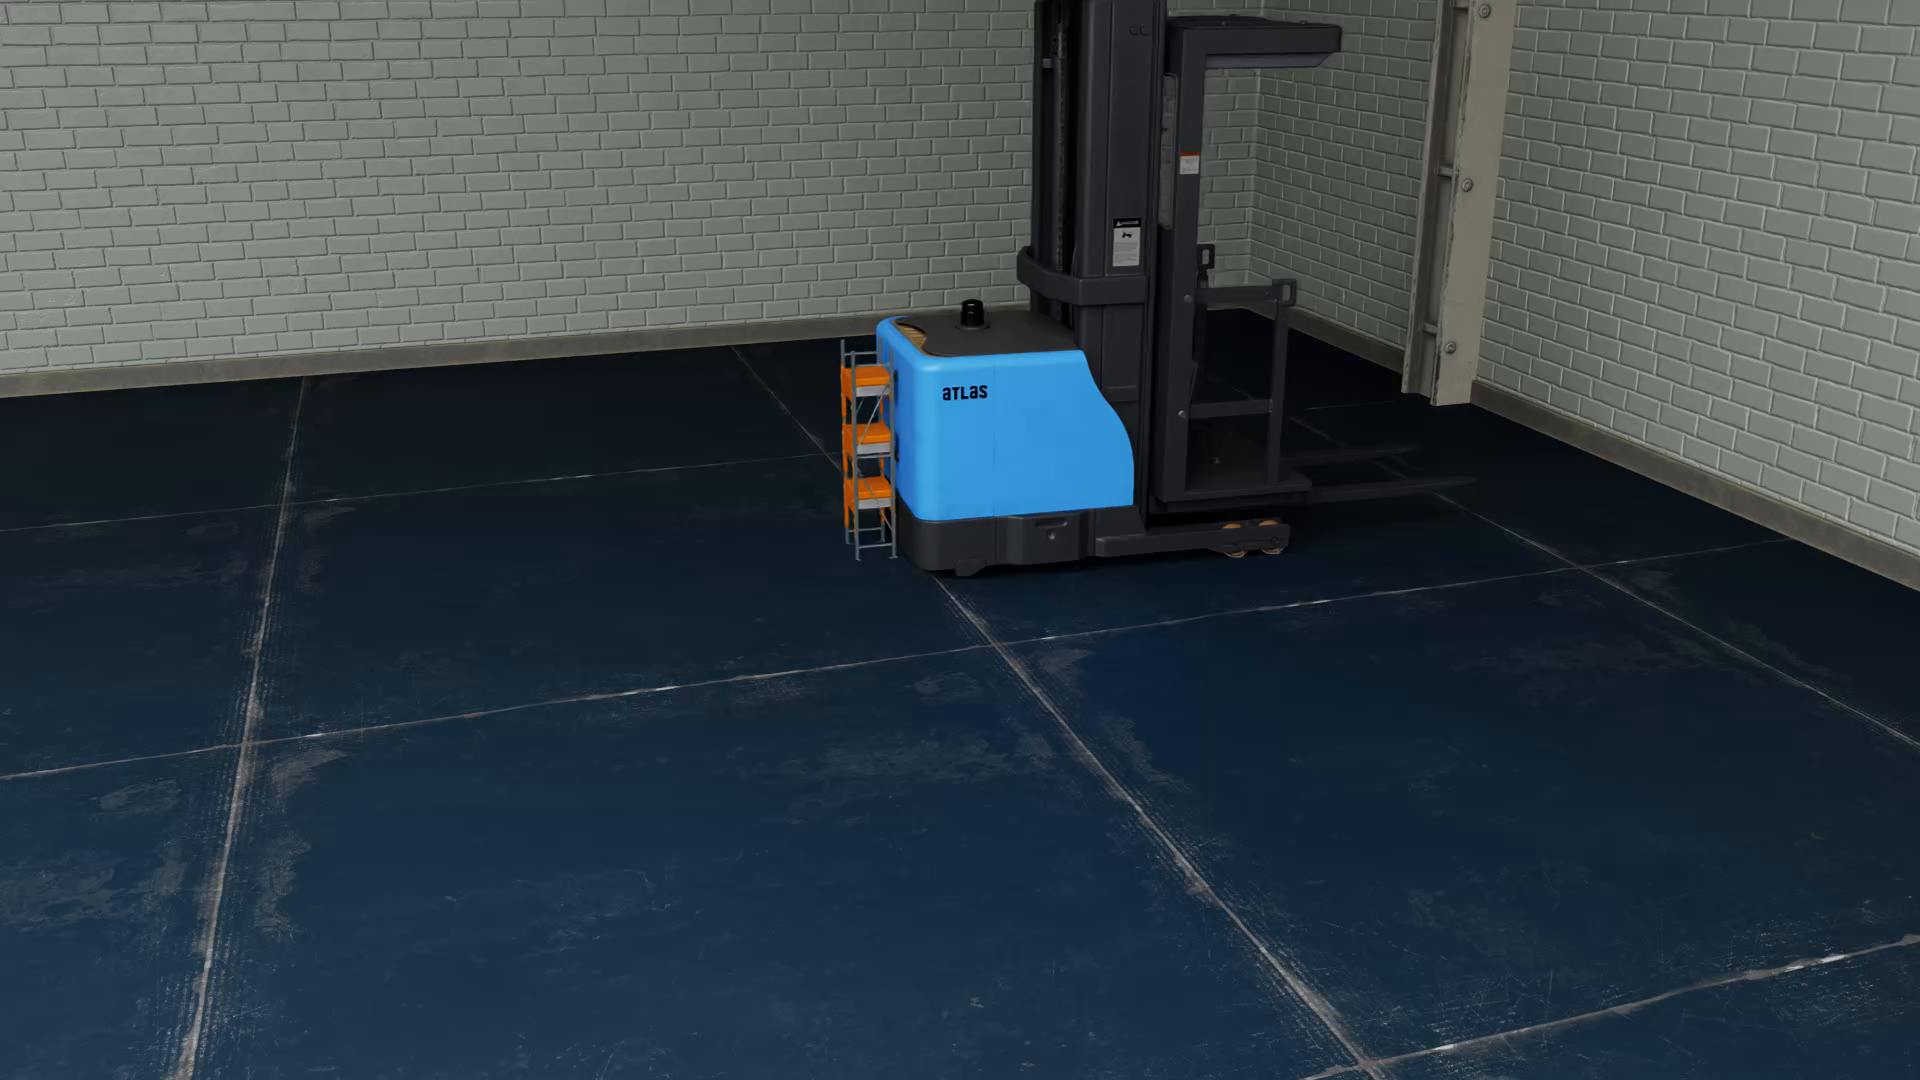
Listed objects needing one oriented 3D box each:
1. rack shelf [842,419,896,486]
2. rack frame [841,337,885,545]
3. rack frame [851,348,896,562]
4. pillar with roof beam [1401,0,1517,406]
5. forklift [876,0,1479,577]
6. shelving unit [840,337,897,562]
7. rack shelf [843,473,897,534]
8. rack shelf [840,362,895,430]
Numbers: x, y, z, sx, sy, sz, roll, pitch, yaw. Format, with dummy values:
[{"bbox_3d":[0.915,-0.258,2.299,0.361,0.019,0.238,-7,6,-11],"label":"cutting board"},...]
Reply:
[{"bbox_3d":[-0.444,-0.428,8.086,0.215,0.259,0.240,-5,20,-14],"label":"rack shelf"},{"bbox_3d":[-0.476,-0.478,8.193,0.200,1.050,0.008,-5,20,-14],"label":"rack frame"},{"bbox_3d":[-0.412,-0.398,7.971,0.200,1.050,0.008,-5,20,-14],"label":"rack frame"},{"bbox_3d":[-0.910,-4.732,8.280,9.100,9.000,0.400,-6,21,-17],"label":"pillar with roof beam"},{"bbox_3d":[1.141,-1.459,8.142,3.031,2.935,1.130,-5,20,-14],"label":"forklift"},{"bbox_3d":[-0.444,-0.438,8.082,0.215,1.050,0.252,-5,20,-14],"label":"shelving unit"},{"bbox_3d":[-0.444,-0.166,8.180,0.215,0.259,0.240,-5,20,-14],"label":"rack shelf"},{"bbox_3d":[-0.444,-0.695,7.990,0.215,0.259,0.240,-5,20,-14],"label":"rack shelf"}]
